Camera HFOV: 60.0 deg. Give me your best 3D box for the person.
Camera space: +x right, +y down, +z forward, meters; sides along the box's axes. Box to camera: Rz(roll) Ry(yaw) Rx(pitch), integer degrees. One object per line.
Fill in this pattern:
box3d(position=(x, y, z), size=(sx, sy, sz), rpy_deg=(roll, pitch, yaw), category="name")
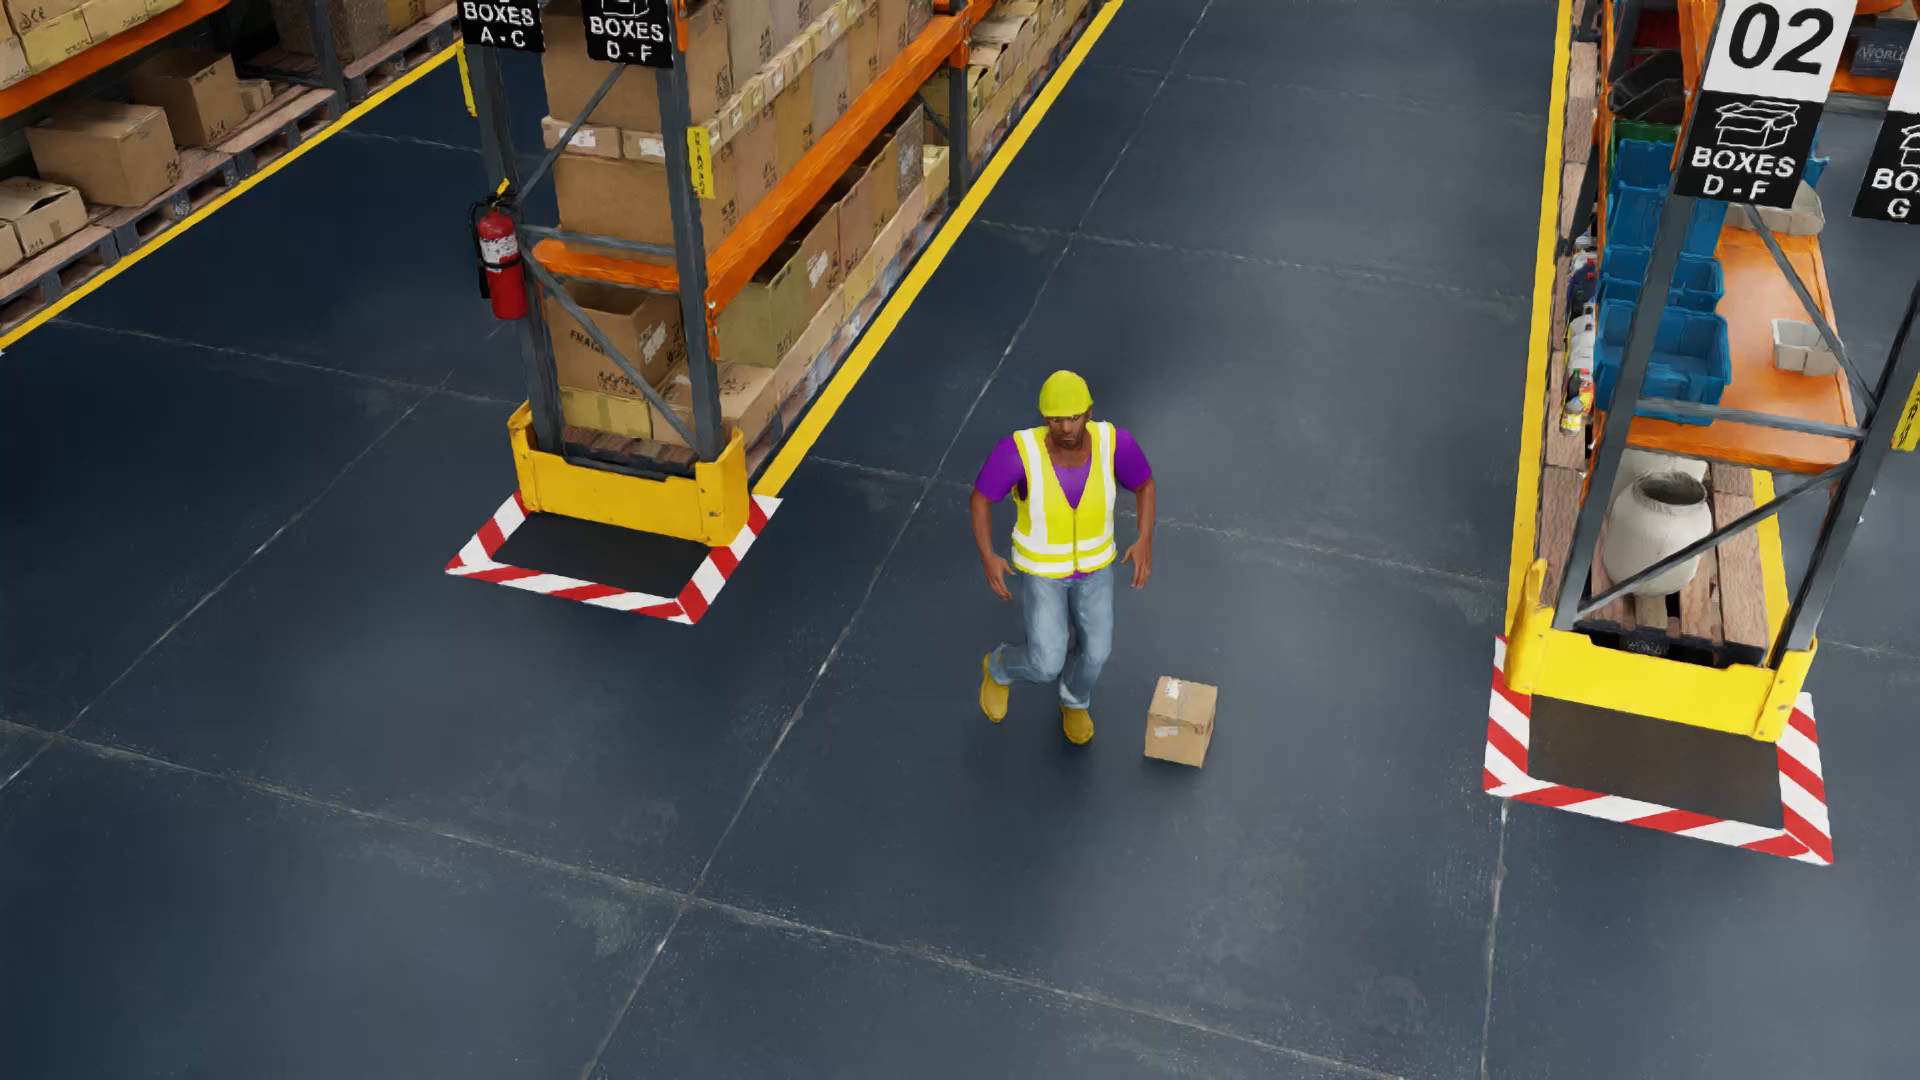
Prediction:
box3d(position=(0.450, 0.099, 6.770), size=(0.756, 1.731, 0.503), rpy_deg=(-11, 38, -14), category="person")
